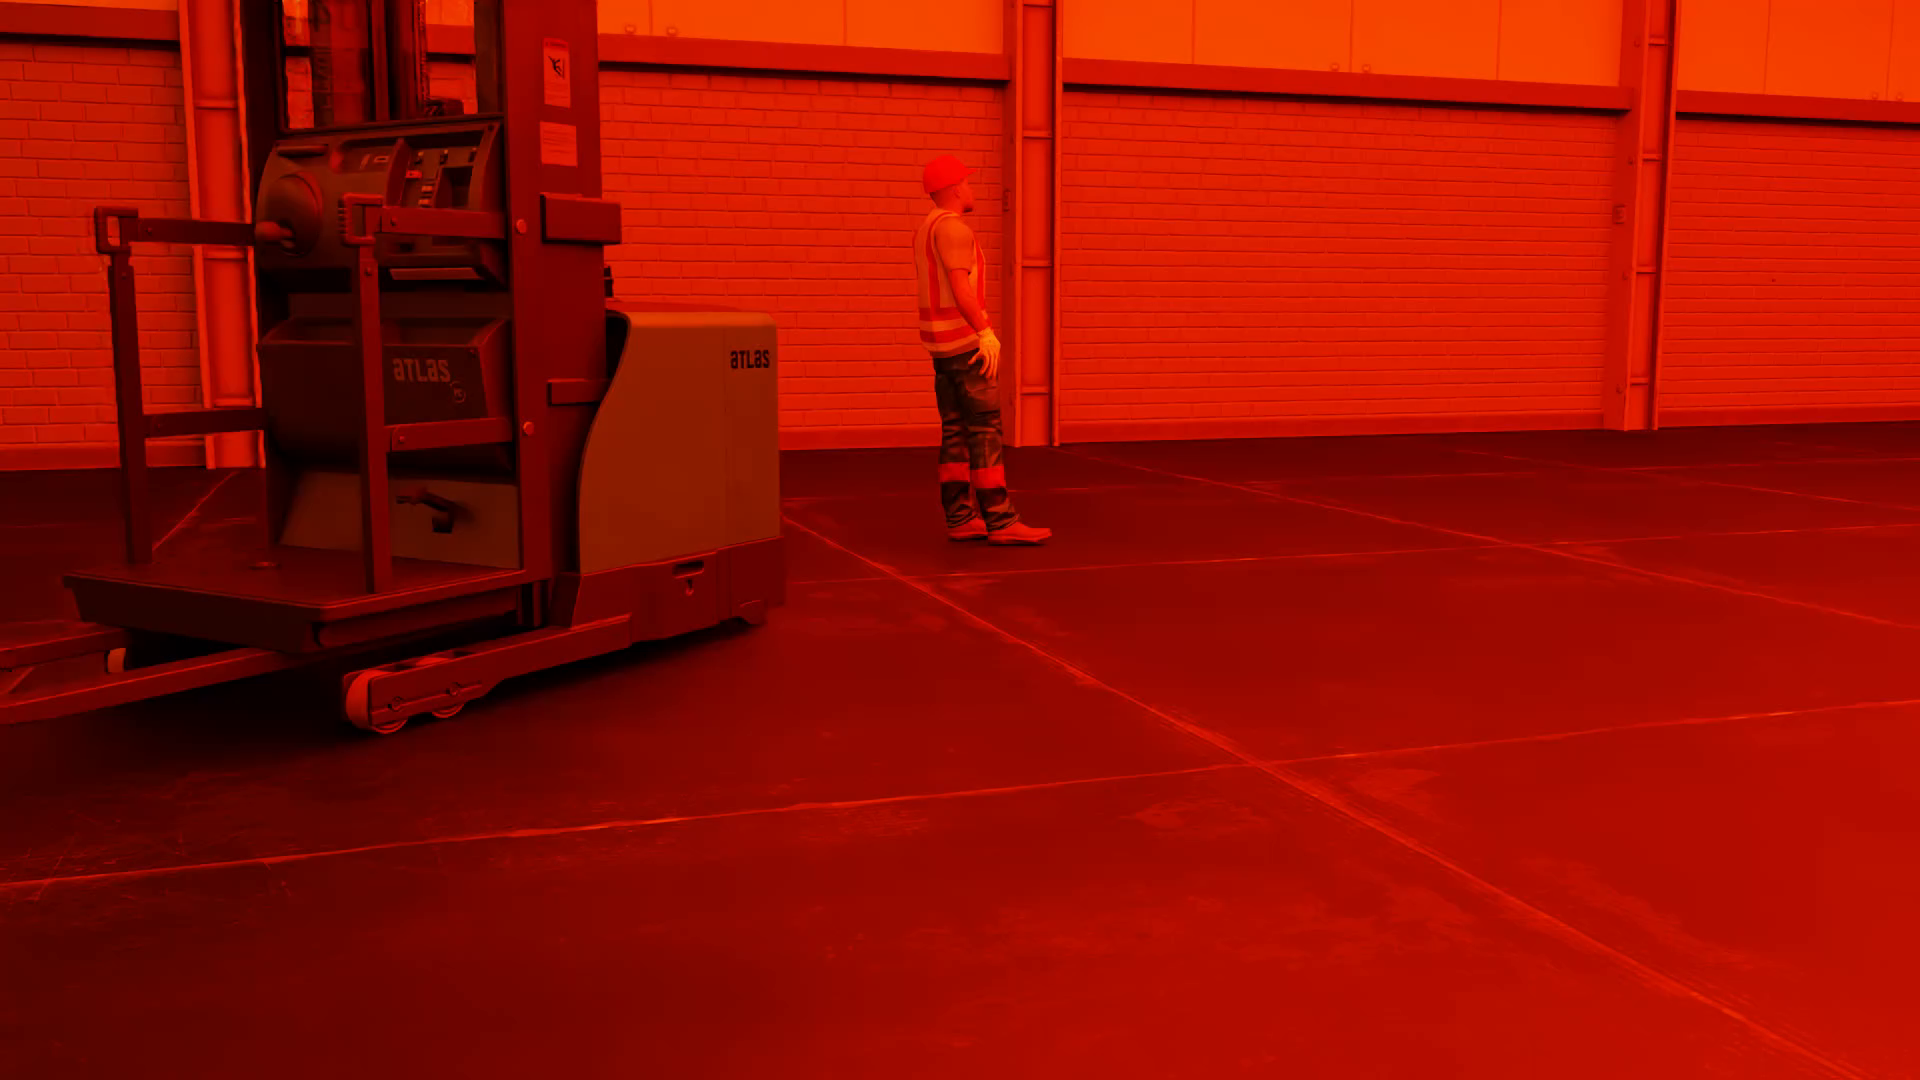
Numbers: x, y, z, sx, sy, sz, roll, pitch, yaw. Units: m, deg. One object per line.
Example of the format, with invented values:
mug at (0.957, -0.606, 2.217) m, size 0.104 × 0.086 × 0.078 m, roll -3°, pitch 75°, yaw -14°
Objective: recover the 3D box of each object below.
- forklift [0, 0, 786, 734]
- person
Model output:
forklift at (-1.780, -1.024, 4.579) m, size 1.130 × 2.935 × 3.031 m, roll 4°, pitch 9°, yaw 30°
person at (0.080, -0.895, 7.818) m, size 0.562 × 1.789 × 0.638 m, roll -3°, pitch 8°, yaw -18°
